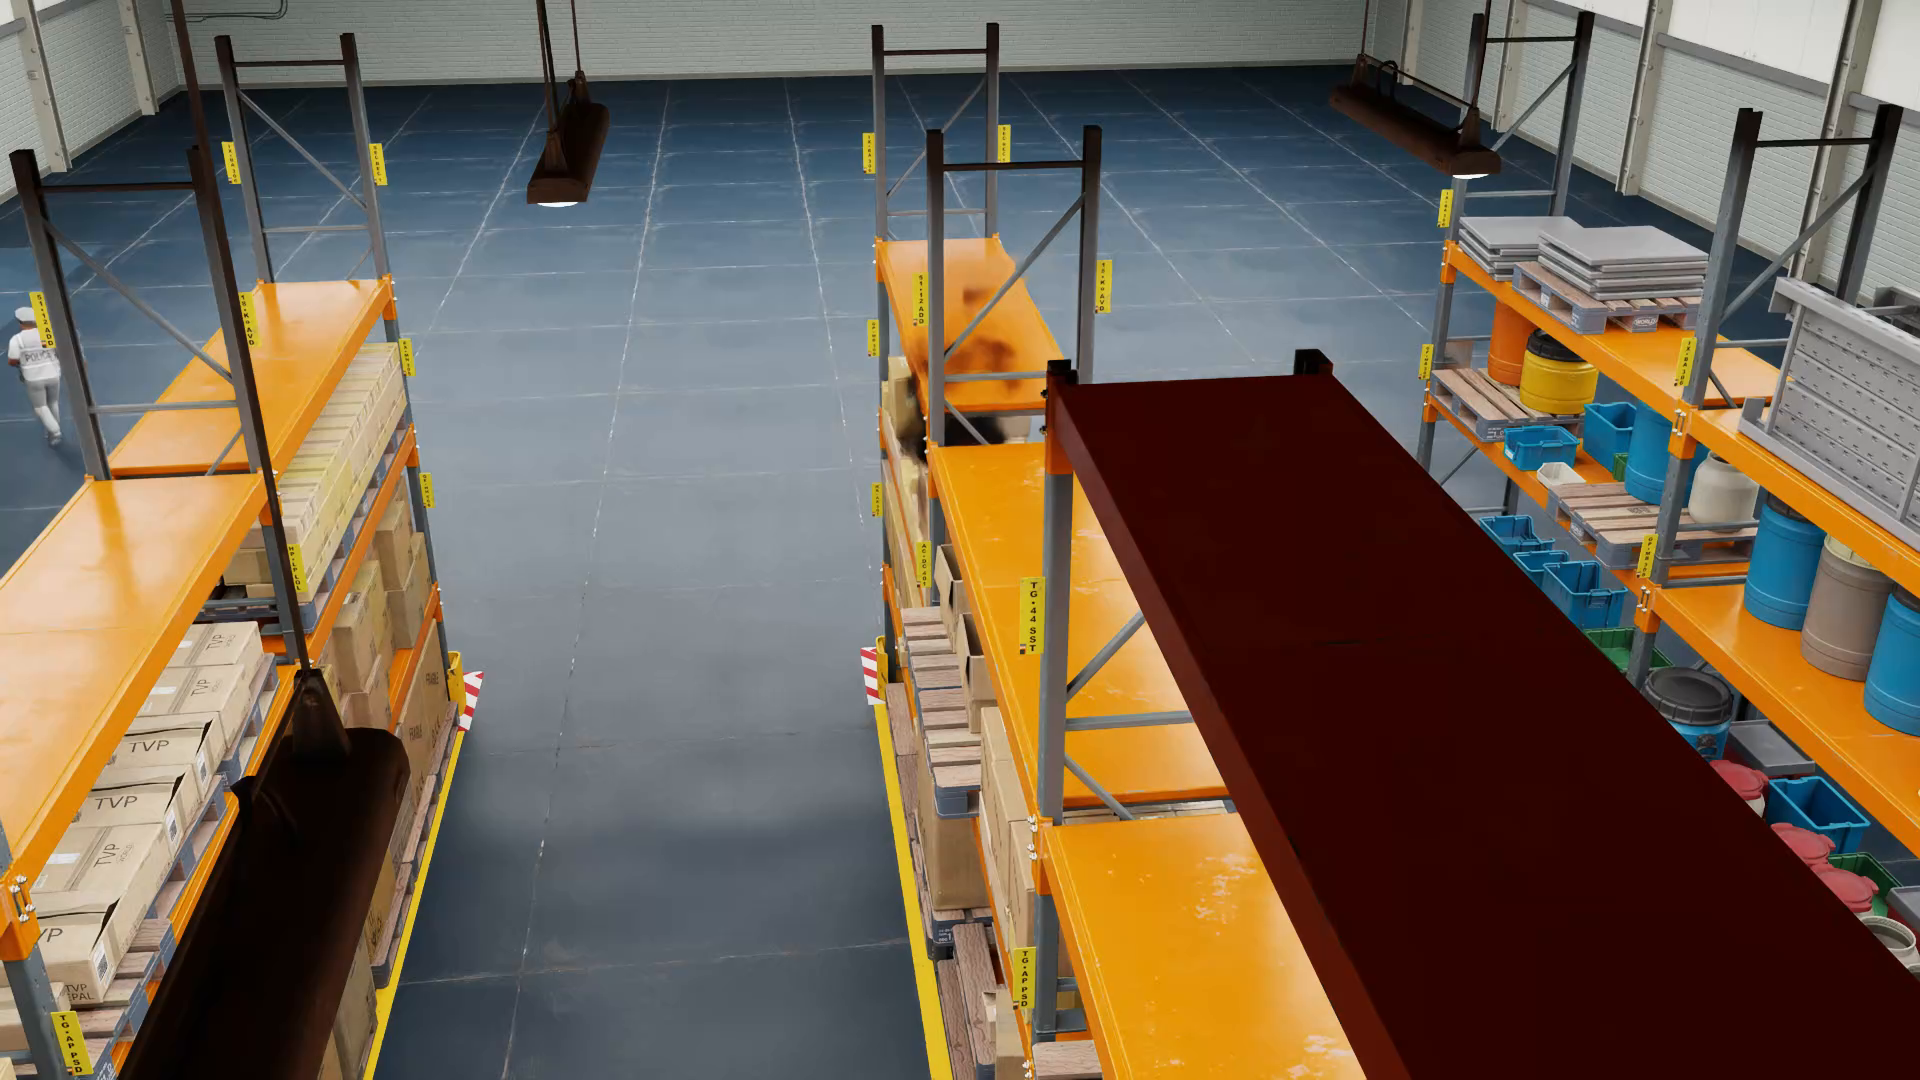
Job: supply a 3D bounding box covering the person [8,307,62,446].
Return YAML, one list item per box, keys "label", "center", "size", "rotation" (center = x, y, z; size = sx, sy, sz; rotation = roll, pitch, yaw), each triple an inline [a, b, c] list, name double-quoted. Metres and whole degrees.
- label: "person"
  center: [-11.425, -2.017, 20.697]
  size: [0.827, 1.782, 0.670]
  rotation: [22, 33, 38]
